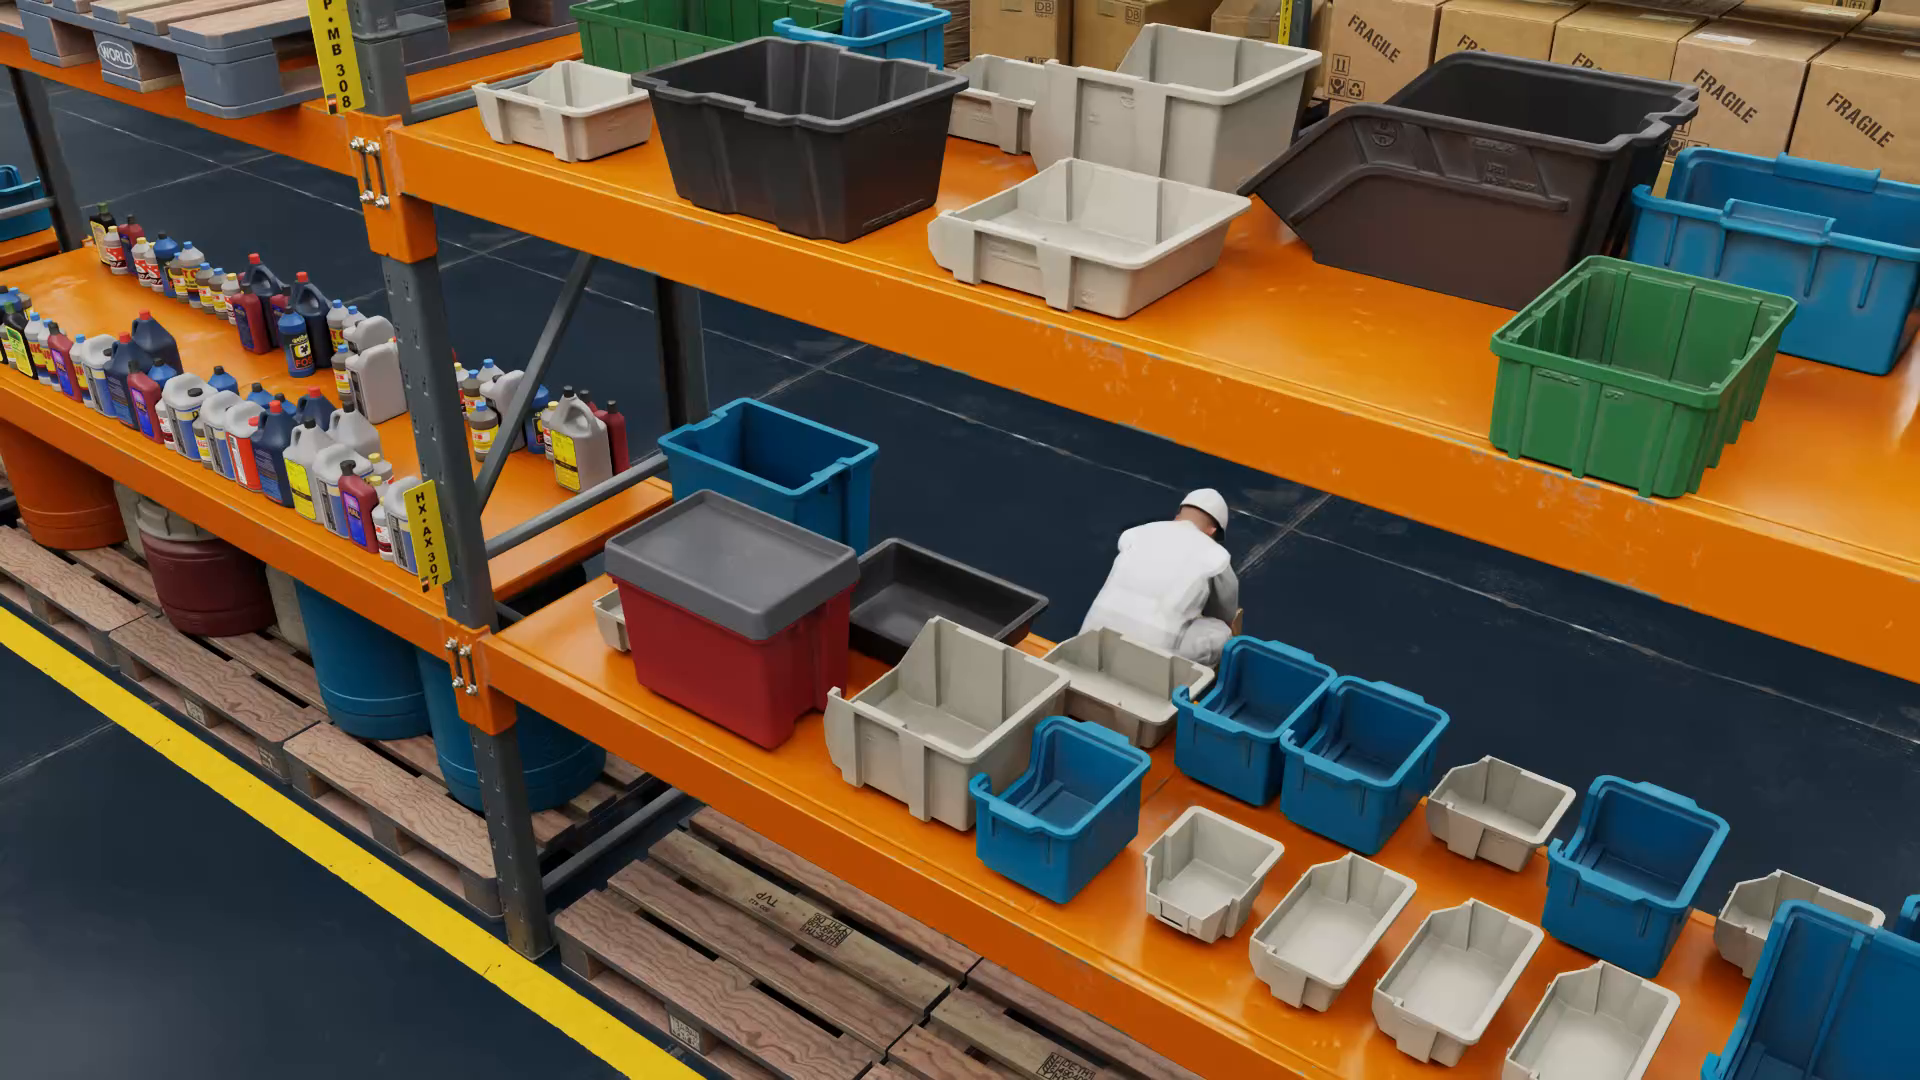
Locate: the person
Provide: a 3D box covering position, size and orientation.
[{"bbox_3d":[0.814,0.335,6.614,0.546,0.869,0.920,21,36,31],"label":"person"}]
